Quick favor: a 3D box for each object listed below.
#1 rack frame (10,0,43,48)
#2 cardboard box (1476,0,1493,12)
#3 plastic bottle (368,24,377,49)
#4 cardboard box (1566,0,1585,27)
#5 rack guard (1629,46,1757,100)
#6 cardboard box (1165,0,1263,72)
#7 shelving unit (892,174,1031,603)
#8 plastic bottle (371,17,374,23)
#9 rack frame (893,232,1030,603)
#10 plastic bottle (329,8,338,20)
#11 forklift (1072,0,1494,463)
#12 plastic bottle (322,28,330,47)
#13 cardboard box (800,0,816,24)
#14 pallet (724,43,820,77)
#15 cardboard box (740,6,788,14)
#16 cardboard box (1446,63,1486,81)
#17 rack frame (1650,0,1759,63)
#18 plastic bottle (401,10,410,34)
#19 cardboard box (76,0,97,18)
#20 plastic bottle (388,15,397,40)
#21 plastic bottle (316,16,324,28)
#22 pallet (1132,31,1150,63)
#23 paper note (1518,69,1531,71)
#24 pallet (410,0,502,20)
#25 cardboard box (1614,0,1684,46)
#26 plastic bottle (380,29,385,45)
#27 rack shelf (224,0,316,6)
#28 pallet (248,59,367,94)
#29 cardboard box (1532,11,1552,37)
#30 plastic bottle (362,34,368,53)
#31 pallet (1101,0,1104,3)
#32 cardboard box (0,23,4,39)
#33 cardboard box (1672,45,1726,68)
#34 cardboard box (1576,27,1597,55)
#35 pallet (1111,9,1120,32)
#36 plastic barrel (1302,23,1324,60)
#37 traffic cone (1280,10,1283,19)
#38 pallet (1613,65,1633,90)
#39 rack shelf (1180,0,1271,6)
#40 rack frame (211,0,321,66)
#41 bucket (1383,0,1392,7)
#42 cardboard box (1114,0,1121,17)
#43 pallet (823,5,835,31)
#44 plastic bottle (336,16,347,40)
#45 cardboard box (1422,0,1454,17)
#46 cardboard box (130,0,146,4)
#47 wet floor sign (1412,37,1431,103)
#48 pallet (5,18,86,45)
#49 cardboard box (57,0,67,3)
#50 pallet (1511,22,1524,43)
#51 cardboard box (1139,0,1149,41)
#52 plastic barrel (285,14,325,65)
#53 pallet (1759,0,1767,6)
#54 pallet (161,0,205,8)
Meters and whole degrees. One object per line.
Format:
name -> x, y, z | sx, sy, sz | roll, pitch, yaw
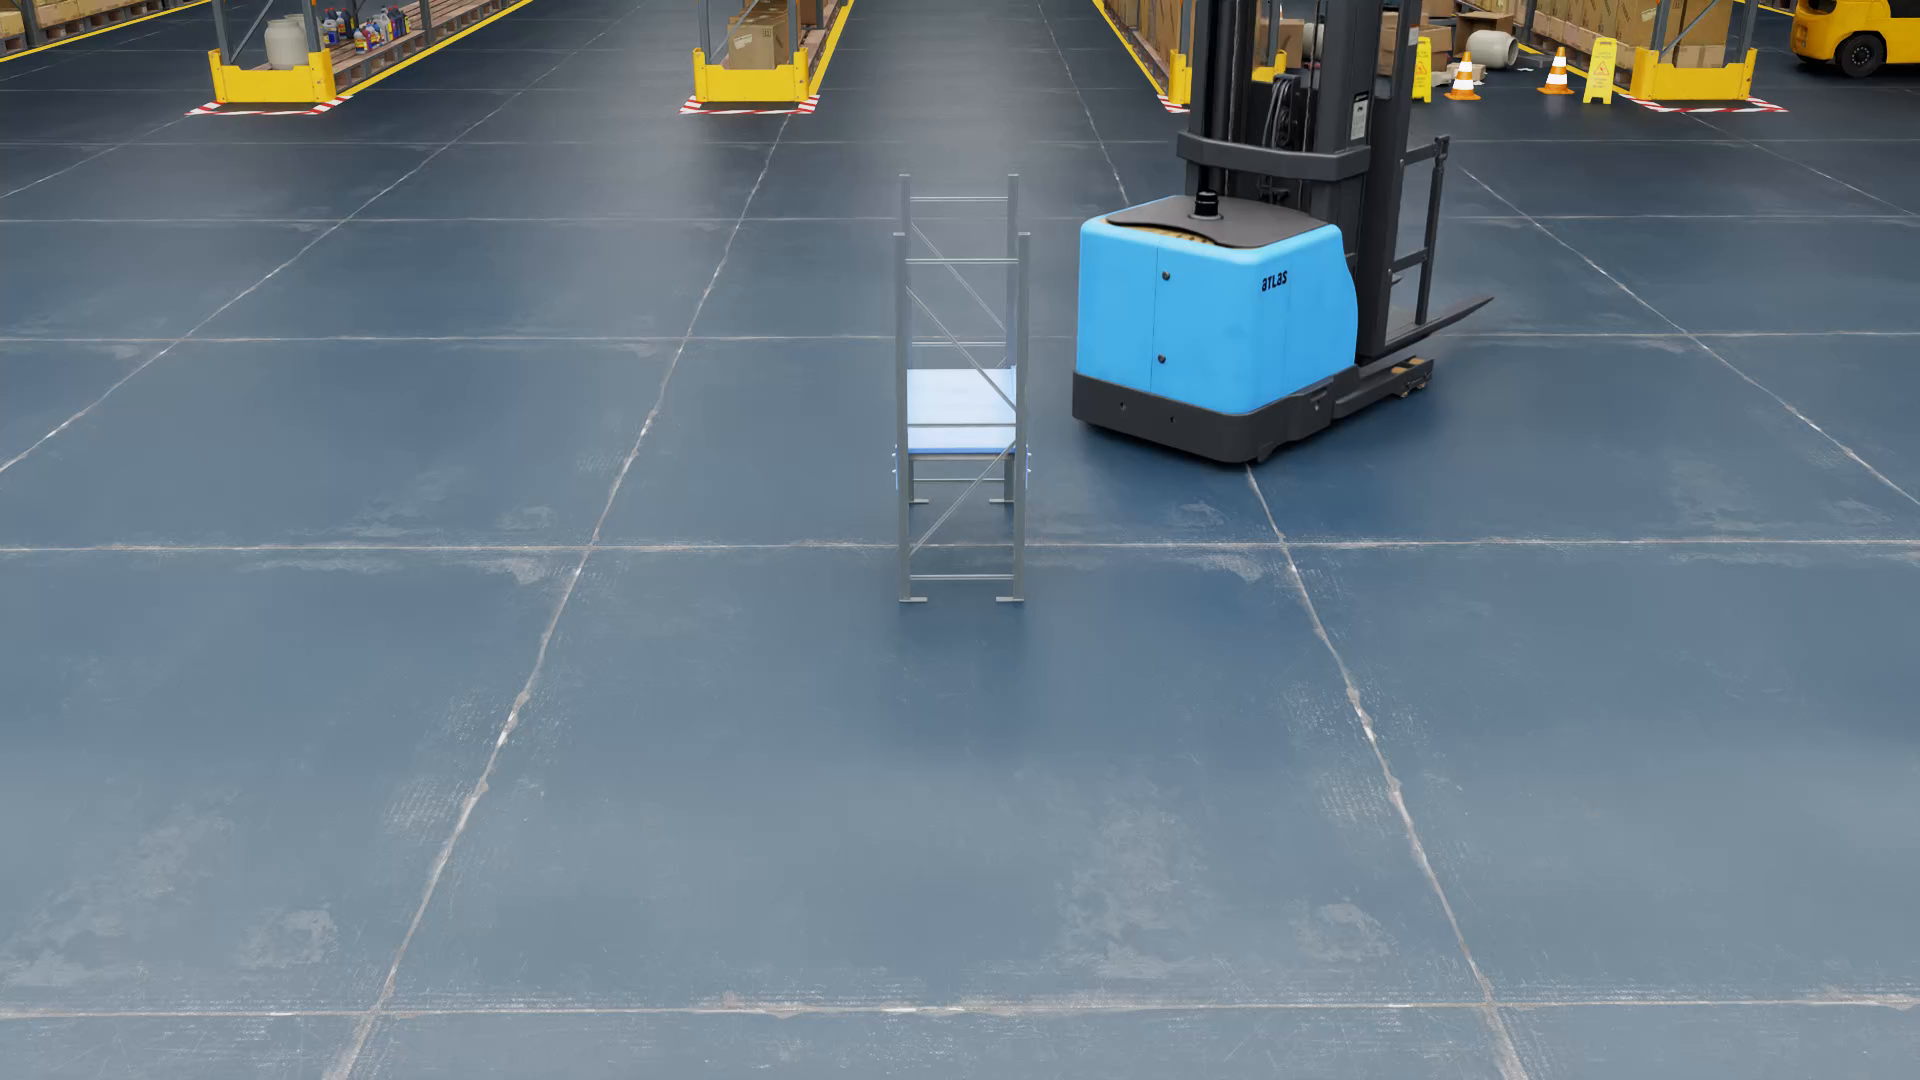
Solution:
rack frame -> -12.132, -7.597, 20.407 | 1.000, 3.000, 0.127 | 0, 24, -1
cardboard box -> 7.654, -7.477, 22.822 | 0.950, 0.372, 0.625 | 1, 24, 1
plastic bottle -> -6.849, -5.858, 19.338 | 0.097, 0.271, 0.097 | 0, 24, 0
cardboard box -> 7.441, -6.286, 19.426 | 0.500, 0.500, 0.500 | 1, 24, 2
rack guard -> 7.726, -4.928, 17.540 | 1.175, 0.500, 0.348 | 0, 24, -1
cardboard box -> 2.704, -5.475, 17.783 | 0.875, 0.875, 0.875 | 0, 24, 0
shelving unit -> 0.001, -0.648, 6.863 | 0.538, 1.500, 1.048 | 0, 24, -1
plastic bottle -> -6.981, -6.093, 19.844 | 0.061, 0.283, 0.133 | 0, 24, -1
rack frame -> 0.006, -0.439, 6.400 | 0.500, 1.500, 0.032 | 0, 24, -1
plastic bottle -> -7.585, -6.277, 20.168 | 0.144, 0.351, 0.185 | 0, 24, 1
forklift -> 1.933, -2.225, 8.612 | 1.130, 2.935, 3.031 | 20, 31, 38
plastic bottle -> -7.456, -5.897, 19.511 | 0.097, 0.201, 0.097 | 0, 24, 0
cardboard box -> -2.212, -6.954, 21.486 | 0.700, 0.500, 0.500 | -2, 24, -5
pallet -> -2.168, -5.589, 19.351 | 1.003, 0.211, 1.213 | 0, 24, -1
cardboard box -> -2.202, -5.806, 18.970 | 0.500, 0.500, 0.500 | 2, 24, 4
cardboard box -> 5.692, -5.268, 18.717 | 0.380, 0.149, 0.250 | 13, 27, 27
rack frame -> 7.727, -6.036, 16.956 | 1.000, 3.000, 0.127 | 0, 24, -1
plastic bottle -> -6.844, -6.384, 20.487 | 0.061, 0.283, 0.133 | 1, 24, 2
cardboard box -> -11.902, -7.127, 22.195 | 0.500, 0.250, 0.500 | -1, 24, -2
plastic bottle -> -6.838, -6.170, 20.015 | 0.061, 0.283, 0.133 | 1, 24, 3
plastic bottle -> -7.579, -6.024, 19.609 | 0.144, 0.351, 0.185 | 0, 24, -1
pallet -> 2.664, -6.036, 20.340 | 1.003, 0.211, 1.213 | 0, 24, -1
paper note -> 6.571, -5.465, 19.297 | 0.142, 0.019, 0.148 | -9, 26, -19
pallet -> -7.253, -7.676, 23.966 | 1.003, 0.211, 1.213 | 0, 24, -1
cardboard box -> 7.457, -5.645, 18.009 | 0.500, 0.500, 0.500 | 0, 24, 0
plastic bottle -> -6.852, -5.951, 19.630 | 0.097, 0.201, 0.097 | 0, 24, 0
rack shelf -> -7.157, -6.466, 18.779 | 1.077, 0.370, 4.000 | 0, 24, -1
pallet -> -7.187, -5.065, 18.192 | 1.003, 0.211, 1.213 | 0, 24, -1
cardboard box -> 7.419, -6.379, 20.540 | 0.500, 0.250, 0.500 | -1, 24, -3
plastic bottle -> -6.845, -5.686, 19.044 | 0.097, 0.201, 0.097 | 0, 24, 0
pallet -> 2.684, -8.320, 25.390 | 1.003, 0.211, 1.213 | 0, 24, -1
cardboard box -> -11.913, -6.139, 20.011 | 0.500, 0.250, 0.500 | 0, 24, -1
cardboard box -> 7.994, -5.308, 18.174 | 0.500, 0.250, 0.500 | 0, 24, -1
cardboard box -> 7.440, -5.736, 19.119 | 0.500, 0.250, 0.500 | -1, 24, -2
pallet -> 2.634, -7.172, 22.850 | 1.003, 0.211, 1.213 | 0, 24, -1
plastic barrel -> 4.281, -5.986, 19.972 | 0.512, 0.421, 0.421 | 19, 30, 35
traffic cone -> 4.230, -7.024, 22.219 | 0.336, 0.463, 0.334 | 0, 24, -1
pallet -> 7.752, -5.132, 18.340 | 1.003, 0.211, 1.213 | 0, 24, -1
rack shelf -> 2.756, -6.469, 18.785 | 1.077, 0.370, 4.000 | 0, 24, -1
rack frame -> -7.136, -5.969, 16.808 | 1.000, 3.000, 0.127 | 0, 24, -1
bucket -> 5.041, -6.776, 20.719 | 0.726, 0.611, 0.620 | 8, 16, 18
cardboard box -> 2.631, -7.440, 22.280 | 1.050, 0.750, 0.750 | 0, 24, -1
pallet -> -2.253, -7.194, 22.900 | 1.003, 0.211, 1.213 | 0, 24, -1
plastic bottle -> -7.463, -6.181, 20.054 | 0.097, 0.271, 0.097 | 0, 24, 0
cardboard box -> 5.903, -6.870, 20.914 | 0.500, 0.500, 0.500 | 0, 24, -1
cardboard box -> -11.917, -7.756, 23.585 | 0.500, 0.250, 0.500 | -1, 24, -1
wet floor sign -> 4.758, -4.896, 17.293 | 0.267, 0.644, 0.232 | -4, 25, -10
pallet -> -12.179, -6.630, 21.652 | 1.003, 0.211, 1.213 | 0, 24, -1
cardboard box -> -11.888, -7.169, 21.607 | 0.500, 0.311, 0.500 | -1, 24, -1
pallet -> 7.673, -6.735, 21.884 | 1.003, 0.211, 1.213 | 0, 24, -1
cardboard box -> 2.671, -6.584, 20.237 | 0.875, 0.875, 0.875 | 0, 24, 0
plastic barrel -> -7.225, -5.504, 18.290 | 0.421, 0.512, 0.421 | 0, 24, 0
pallet -> 12.632, -8.394, 25.553 | 1.003, 0.211, 1.213 | 0, 24, -1
pallet -> -12.146, -8.282, 25.306 | 1.003, 0.211, 1.213 | 0, 24, -1
